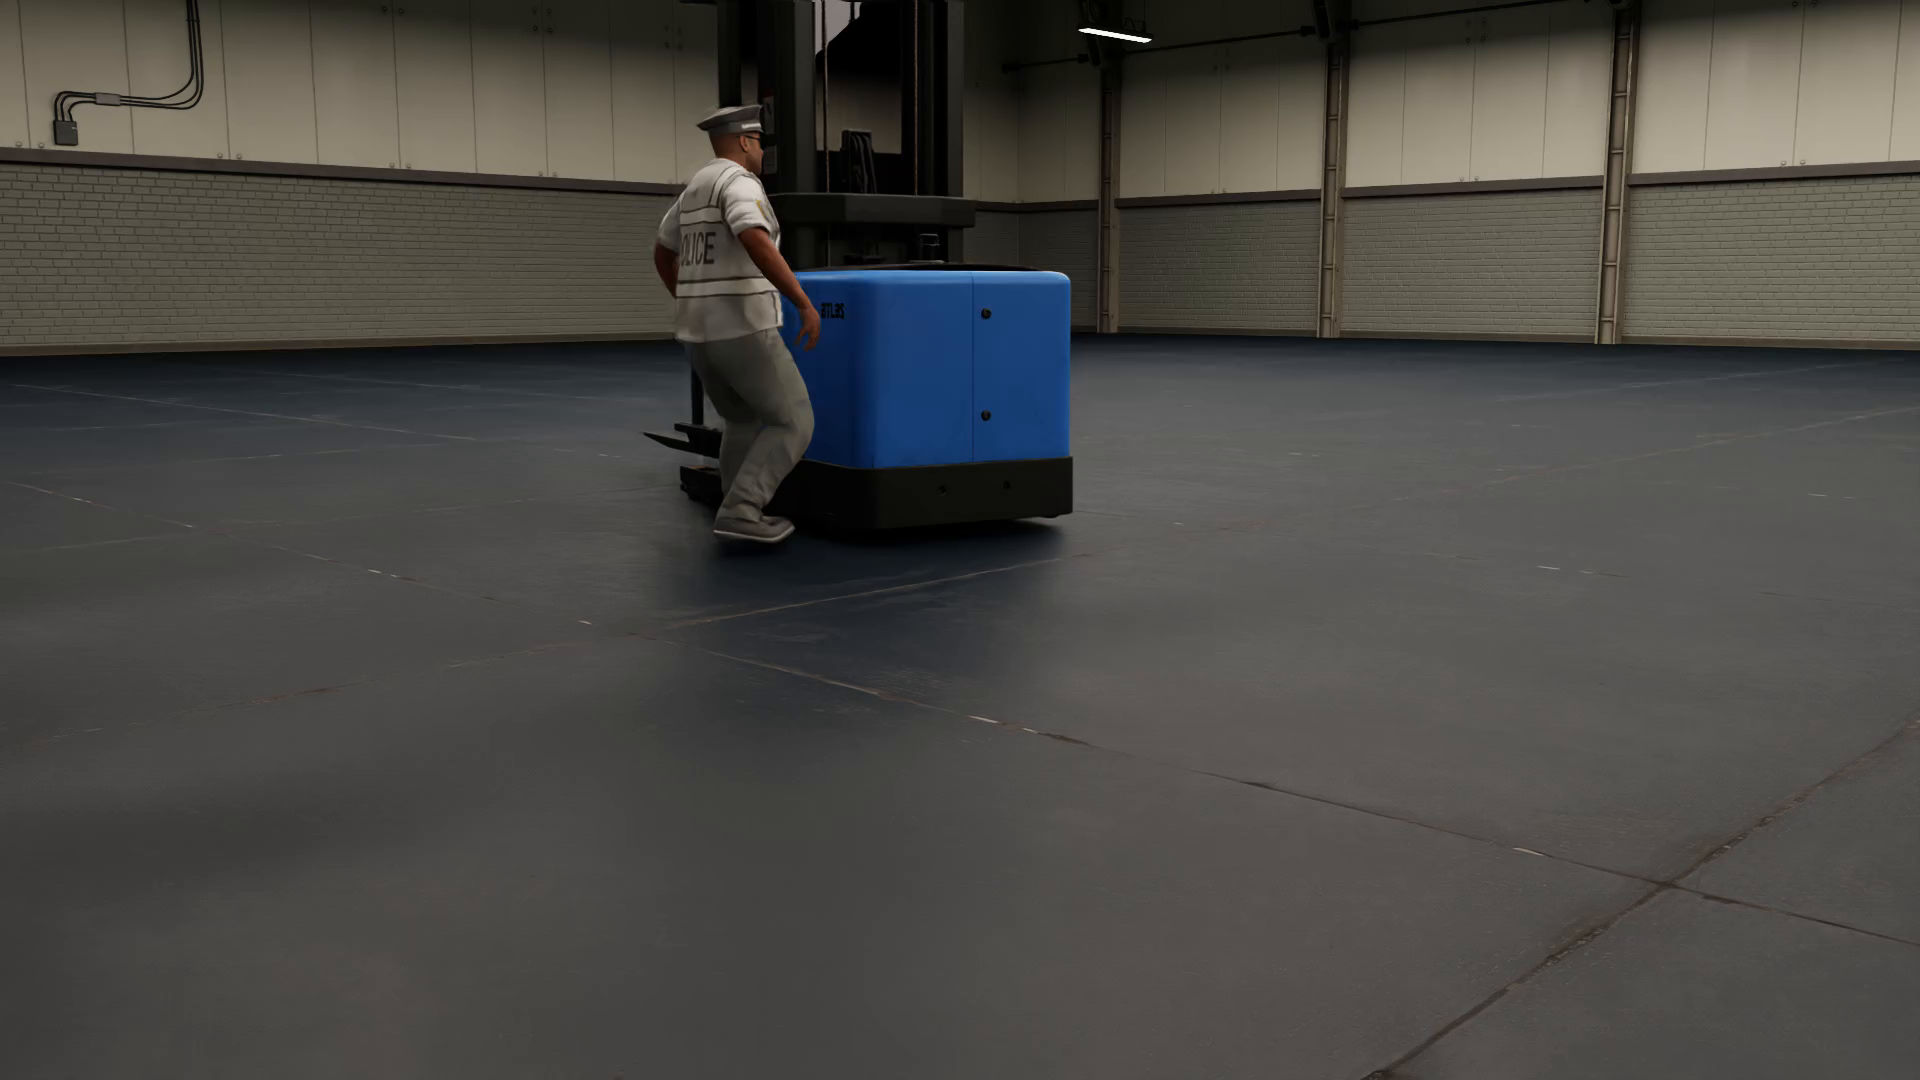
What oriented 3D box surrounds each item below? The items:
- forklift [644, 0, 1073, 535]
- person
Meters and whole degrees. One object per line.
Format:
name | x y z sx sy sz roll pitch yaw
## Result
forklift | -0.694 -1.647 7.812 1.130 2.935 3.031 -5 10 -29
person | -0.798 -0.816 6.460 0.594 1.712 0.901 -6 10 -35
